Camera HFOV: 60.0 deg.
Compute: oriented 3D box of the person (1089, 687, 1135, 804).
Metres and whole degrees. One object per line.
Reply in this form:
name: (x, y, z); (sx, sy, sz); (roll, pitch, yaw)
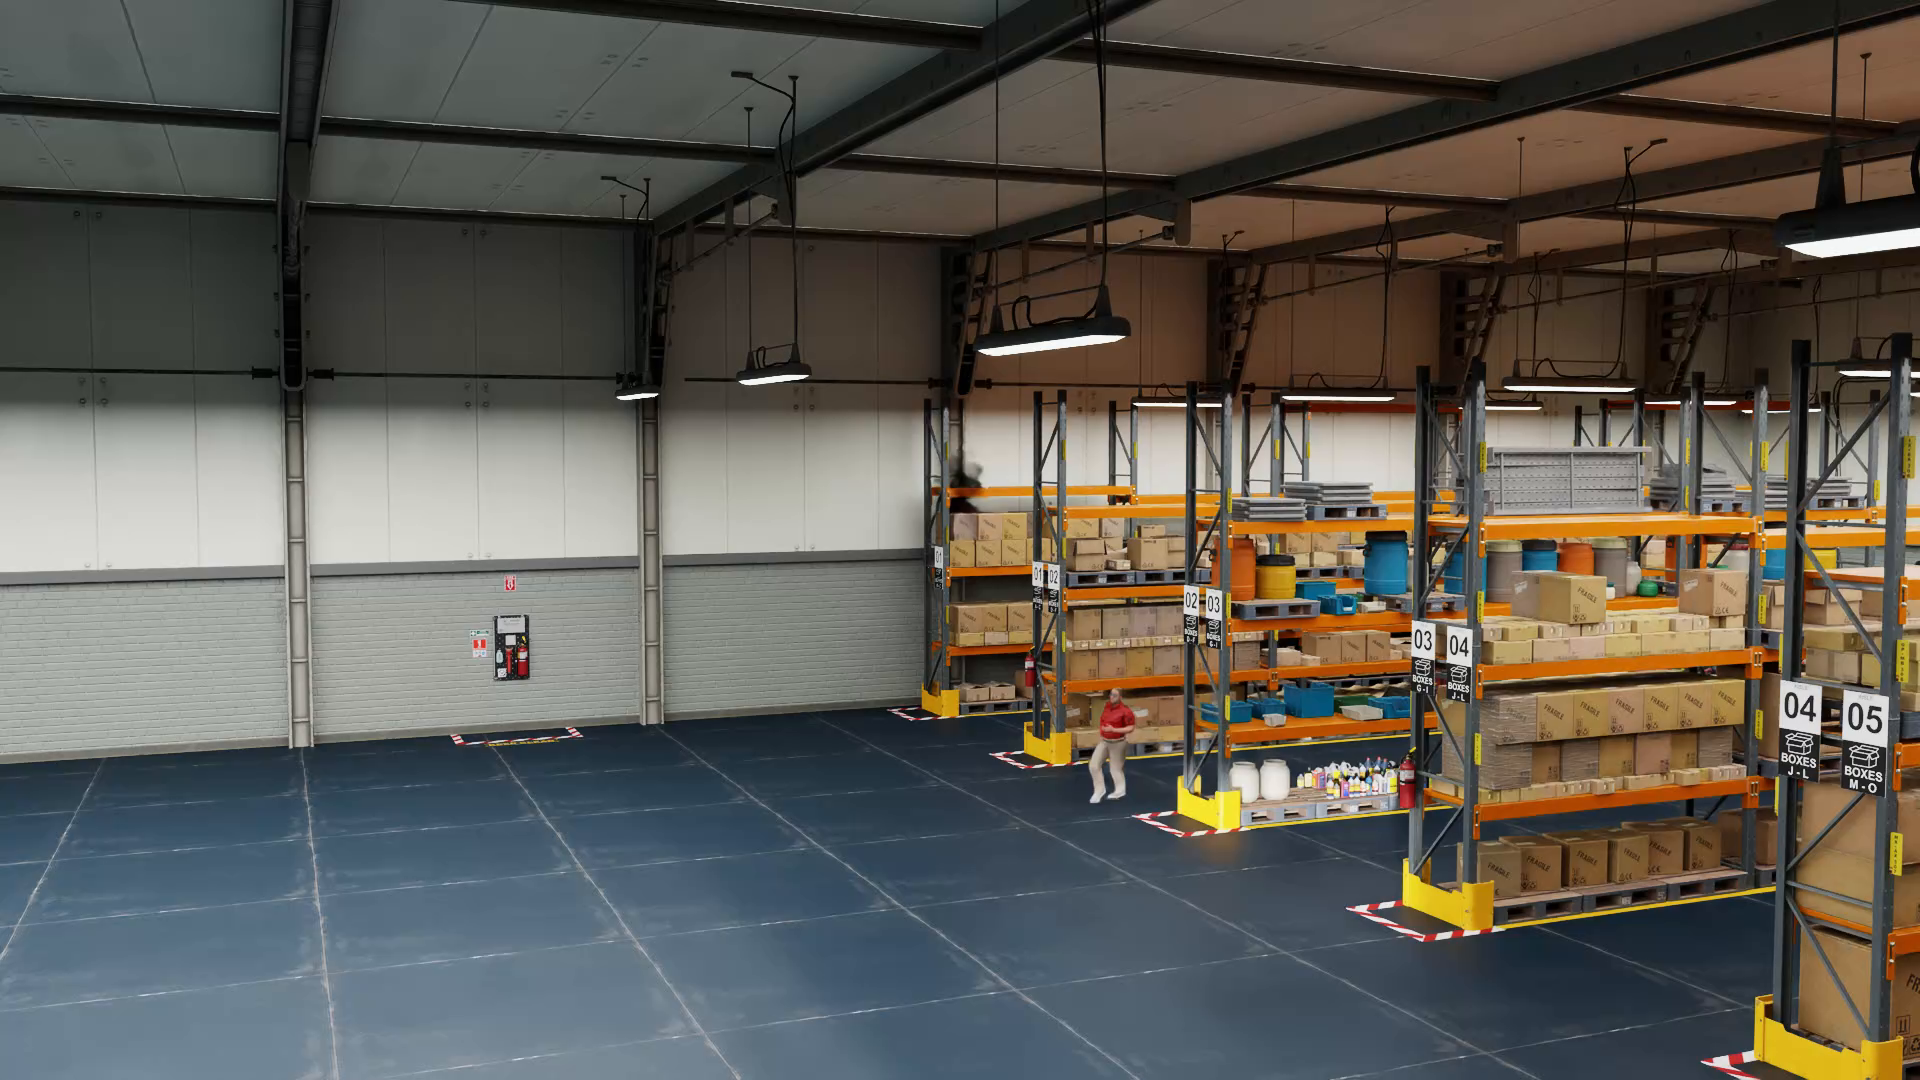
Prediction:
person: (2.236, 2.949, 23.728); (0.688, 1.747, 0.674); (3, 5, 42)
